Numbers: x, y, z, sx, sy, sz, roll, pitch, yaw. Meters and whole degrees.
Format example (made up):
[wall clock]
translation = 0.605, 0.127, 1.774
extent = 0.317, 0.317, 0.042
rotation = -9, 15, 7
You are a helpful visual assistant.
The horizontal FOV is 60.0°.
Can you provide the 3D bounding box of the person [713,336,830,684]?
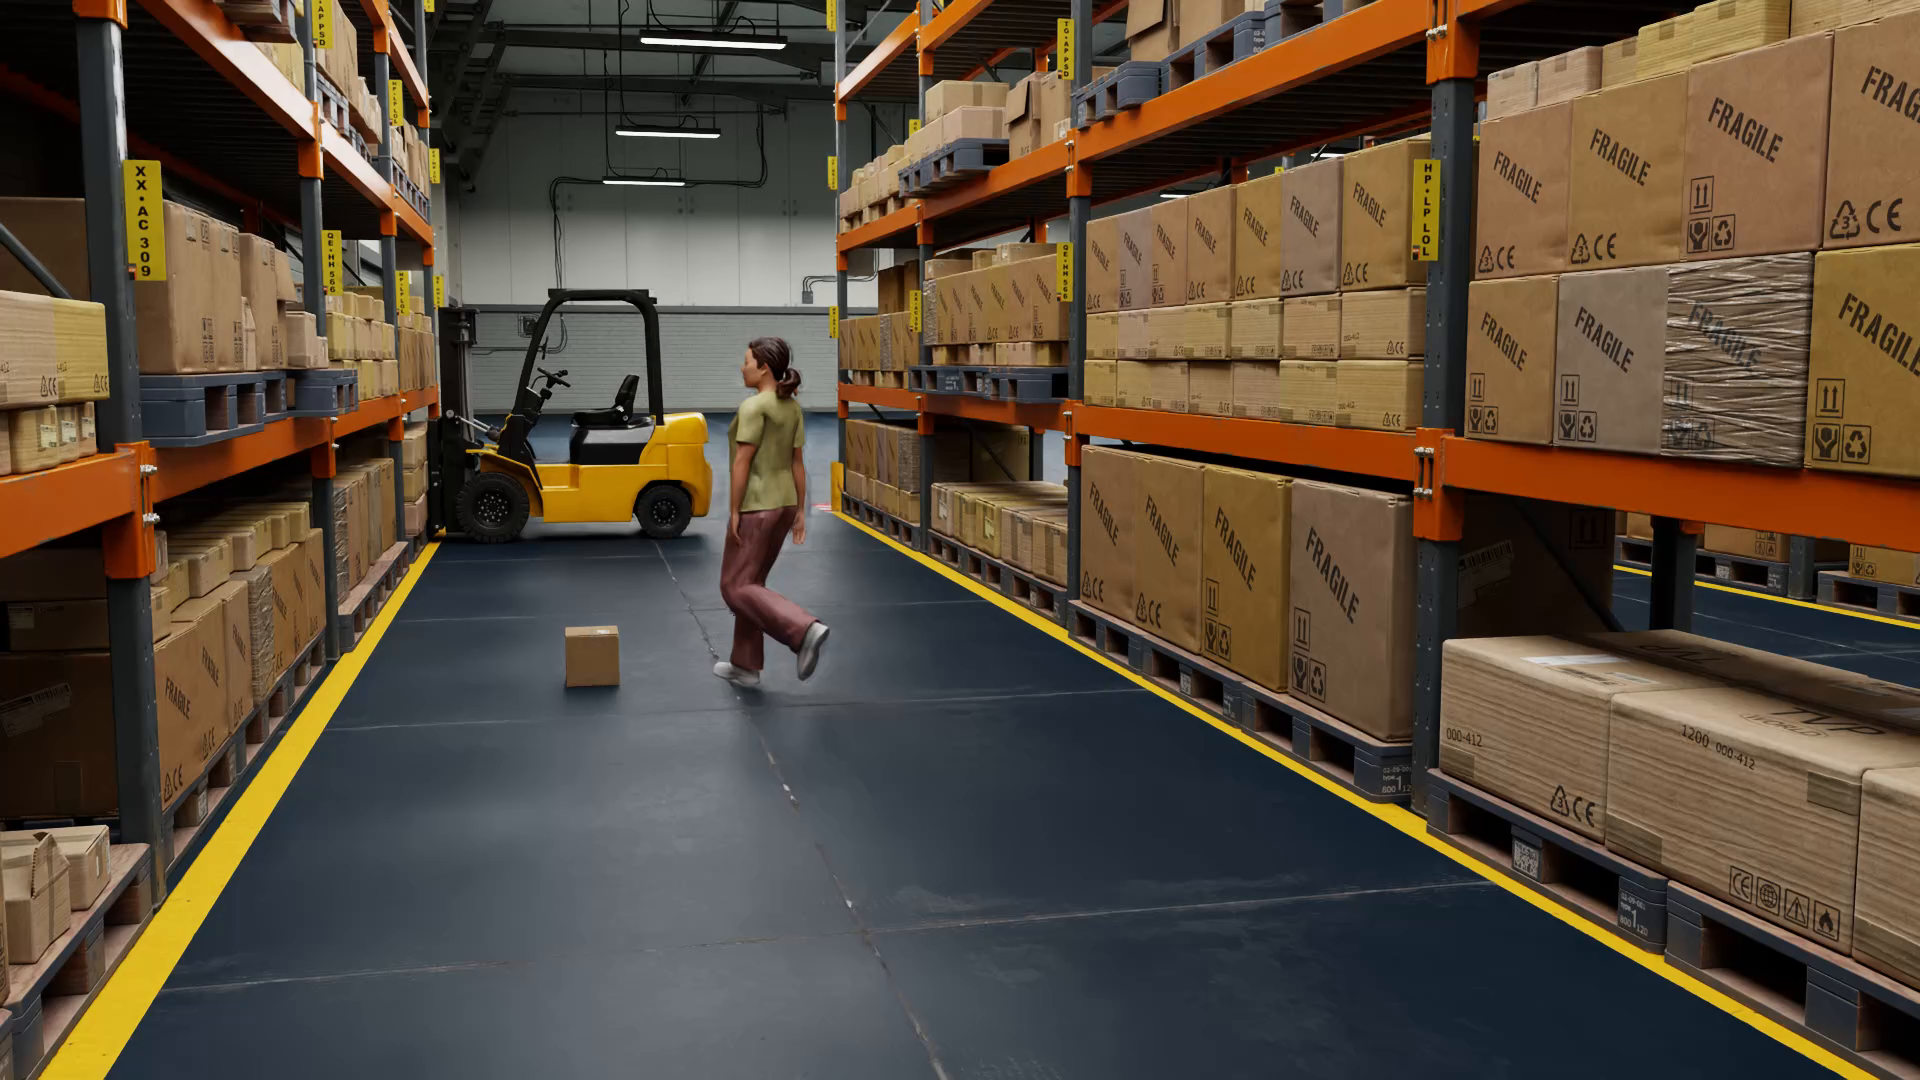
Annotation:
[person]
translation = -0.890, -0.123, 7.747
extent = 0.779, 1.642, 0.471
rotation = 4, 7, 31
